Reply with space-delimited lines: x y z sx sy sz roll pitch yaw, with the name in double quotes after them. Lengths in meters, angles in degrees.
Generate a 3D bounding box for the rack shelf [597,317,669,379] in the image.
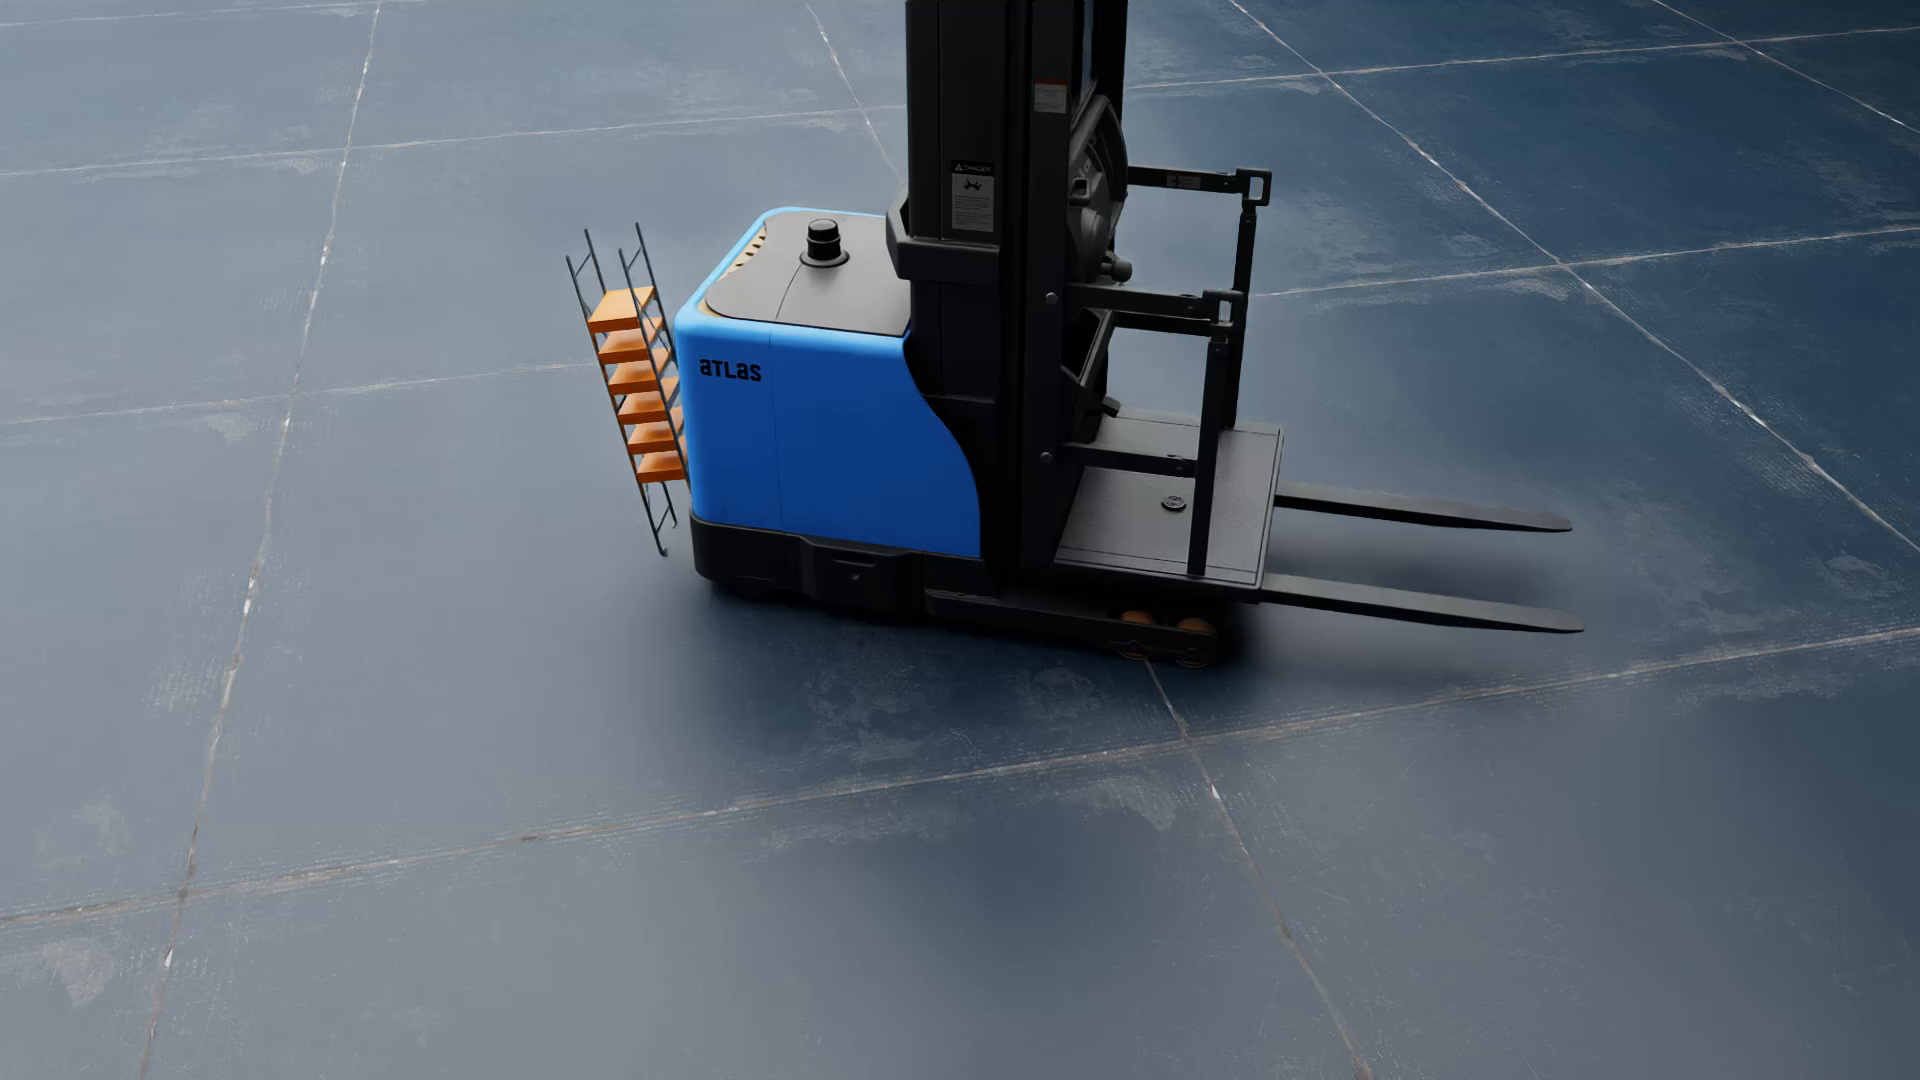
-1.130 -0.673 5.778 0.180 0.103 0.258 -5 33 10 "rack shelf"

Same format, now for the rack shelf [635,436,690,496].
-1.051 -0.276 6.036 0.180 0.103 0.258 -5 33 10 "rack shelf"

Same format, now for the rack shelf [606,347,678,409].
-1.110 -0.574 5.842 0.180 0.103 0.258 -5 33 10 "rack shelf"

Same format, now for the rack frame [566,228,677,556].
-1.188 -0.503 5.898 0.006 1.200 0.240 -5 33 10 "rack frame"

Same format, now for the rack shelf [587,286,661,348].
-1.150 -0.772 5.714 0.180 0.103 0.258 -5 33 10 "rack shelf"

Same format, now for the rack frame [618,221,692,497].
-1.008 -0.519 5.868 0.006 1.200 0.240 -5 33 10 "rack frame"

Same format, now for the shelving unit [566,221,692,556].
-1.098 -0.511 5.883 0.189 1.200 0.258 -5 33 10 "shelving unit"

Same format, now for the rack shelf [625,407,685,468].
-1.071 -0.375 5.971 0.180 0.103 0.258 -5 33 10 "rack shelf"

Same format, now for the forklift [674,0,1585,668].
0.625 -1.115 5.244 3.031 2.935 1.130 8 35 11 "forklift"

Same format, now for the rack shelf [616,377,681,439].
-1.091 -0.474 5.907 0.180 0.103 0.258 -5 33 10 "rack shelf"
